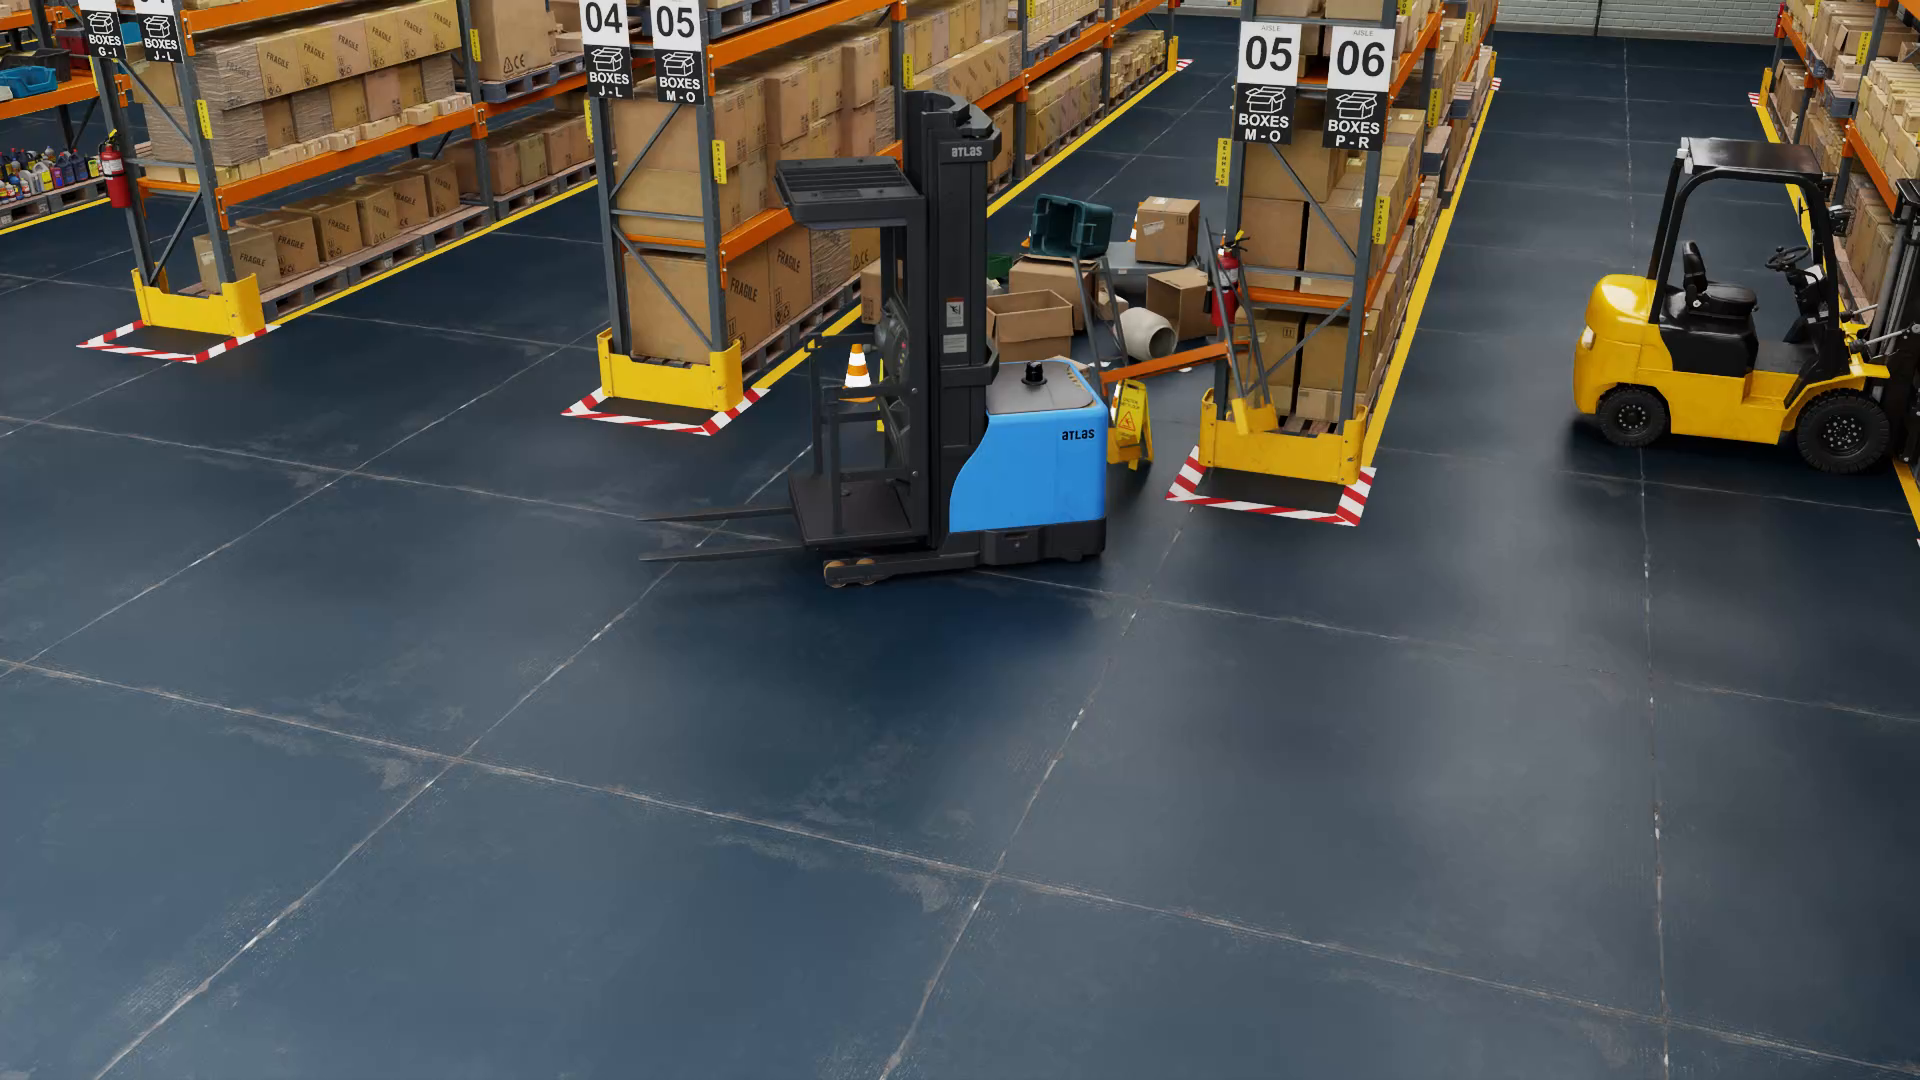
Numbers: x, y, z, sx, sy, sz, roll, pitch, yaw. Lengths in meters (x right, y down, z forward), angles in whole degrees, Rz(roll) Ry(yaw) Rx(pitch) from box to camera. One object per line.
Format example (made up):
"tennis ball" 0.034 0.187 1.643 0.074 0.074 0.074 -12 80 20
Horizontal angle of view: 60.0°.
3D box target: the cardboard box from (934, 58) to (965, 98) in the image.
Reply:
"cardboard box" -0.260 -4.819 17.646 0.500 0.500 0.500 9 27 17

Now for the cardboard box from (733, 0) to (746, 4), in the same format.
"cardboard box" -1.855 -4.211 12.754 0.380 0.149 0.250 9 27 18

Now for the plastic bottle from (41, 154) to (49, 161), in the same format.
"plastic bottle" -10.892 -4.493 19.793 0.097 0.201 0.097 0 26 0

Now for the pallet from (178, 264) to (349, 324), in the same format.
"pallet" -6.671 -2.406 15.977 1.003 0.211 1.213 9 27 17

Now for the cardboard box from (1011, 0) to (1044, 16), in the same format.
"cardboard box" 0.815 -6.544 20.448 0.380 0.149 0.250 9 27 17

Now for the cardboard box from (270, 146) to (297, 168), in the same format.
"cardboard box" -6.418 -3.577 15.484 0.380 0.149 0.250 9 27 17

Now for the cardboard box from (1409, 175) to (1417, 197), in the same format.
"cardboard box" 3.781 -3.115 14.530 0.380 0.149 0.250 9 27 19

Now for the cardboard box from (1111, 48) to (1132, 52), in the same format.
"cardboard box" 2.372 -7.300 24.991 0.380 0.149 0.250 8 27 15

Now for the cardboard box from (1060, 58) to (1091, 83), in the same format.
"cardboard box" 1.444 -6.321 22.389 0.500 0.250 0.500 10 28 20

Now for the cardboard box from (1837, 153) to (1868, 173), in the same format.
"cardboard box" 9.615 -4.029 17.771 0.380 0.149 0.250 7 27 15

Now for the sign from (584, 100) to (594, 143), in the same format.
"sign" -2.863 -3.252 12.925 0.100 0.325 0.005 9 27 17

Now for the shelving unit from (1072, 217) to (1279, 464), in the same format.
"shelving unit" 1.508 -1.397 11.789 1.083 1.500 0.587 -11 1 33

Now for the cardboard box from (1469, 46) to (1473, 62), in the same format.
"cardboard box" 6.071 -6.093 20.565 0.500 0.250 0.500 8 27 16

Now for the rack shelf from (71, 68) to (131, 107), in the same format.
"rack shelf" -9.674 -6.161 21.359 1.077 0.370 4.000 9 27 17

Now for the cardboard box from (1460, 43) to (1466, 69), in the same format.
"cardboard box" 5.409 -5.481 18.728 0.500 0.250 0.500 9 27 17

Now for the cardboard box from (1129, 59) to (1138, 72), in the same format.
"cardboard box" 2.456 -7.151 25.025 0.380 0.149 0.250 9 27 17

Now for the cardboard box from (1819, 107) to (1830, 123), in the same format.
"cardboard box" 10.557 -5.092 19.967 0.380 0.149 0.250 7 27 15

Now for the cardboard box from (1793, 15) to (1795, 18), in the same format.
"cardboard box" 11.943 -7.401 23.382 0.380 0.149 0.250 9 27 19

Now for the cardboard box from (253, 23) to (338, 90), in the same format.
"cardboard box" -6.222 -4.527 15.554 0.500 0.500 0.500 9 27 17

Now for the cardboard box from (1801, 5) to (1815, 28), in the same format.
"cardboard box" 11.291 -6.799 21.681 0.500 0.250 0.500 9 27 17

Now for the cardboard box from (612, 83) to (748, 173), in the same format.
"cardboard box" -2.196 -3.241 13.090 0.875 0.550 0.550 9 27 17

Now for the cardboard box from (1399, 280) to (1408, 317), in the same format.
"cardboard box" 3.733 -2.177 14.978 0.500 0.250 0.500 10 28 20

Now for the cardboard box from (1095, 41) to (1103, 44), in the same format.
"cardboard box" 2.054 -7.579 25.569 0.380 0.149 0.250 9 27 18

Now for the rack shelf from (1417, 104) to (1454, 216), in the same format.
"rack shelf" 4.342 -4.006 16.907 1.077 0.370 4.000 9 27 17

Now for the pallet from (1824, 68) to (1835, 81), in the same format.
"pallet" 10.333 -5.147 18.658 1.003 0.211 1.213 9 27 17

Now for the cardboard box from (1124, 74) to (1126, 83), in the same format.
"cardboard box" 2.278 -6.927 24.904 0.380 0.149 0.250 8 27 15

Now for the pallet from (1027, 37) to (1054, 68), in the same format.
"pallet" 0.443 -6.050 20.523 1.213 0.211 1.003 9 27 17

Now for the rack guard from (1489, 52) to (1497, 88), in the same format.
"rack guard" 7.678 -7.324 25.803 1.175 0.500 0.348 9 27 17

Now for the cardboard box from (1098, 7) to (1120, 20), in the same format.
"cardboard box" 2.040 -7.428 23.437 0.380 0.149 0.250 10 28 19

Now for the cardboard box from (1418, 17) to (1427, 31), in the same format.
"cardboard box" 3.503 -4.150 13.225 0.380 0.149 0.250 10 27 19

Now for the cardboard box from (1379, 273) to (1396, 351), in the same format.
"cardboard box" 3.227 -1.875 13.493 0.500 0.500 0.500 9 27 18

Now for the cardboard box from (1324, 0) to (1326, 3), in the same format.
"cardboard box" 2.369 -3.850 11.690 0.380 0.149 0.250 8 27 17

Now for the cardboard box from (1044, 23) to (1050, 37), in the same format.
"cardboard box" 0.913 -6.391 20.813 0.380 0.149 0.250 10 28 20

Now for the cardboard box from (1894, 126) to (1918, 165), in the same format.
"cardboard box" 8.445 -3.398 14.425 0.500 0.250 0.500 8 27 16

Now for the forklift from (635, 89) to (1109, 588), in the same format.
"forklift" -0.610 -1.266 10.501 3.031 2.935 1.130 -5 26 -10

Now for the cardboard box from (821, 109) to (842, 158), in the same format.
"cardboard box" -1.589 -3.664 15.203 0.875 0.550 0.550 9 27 17

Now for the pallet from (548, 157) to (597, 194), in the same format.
"pallet" -5.007 -4.513 20.329 1.003 0.211 1.213 9 27 17

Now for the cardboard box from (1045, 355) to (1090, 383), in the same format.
"cardboard box" 0.877 -1.412 13.996 0.250 0.149 0.380 -20 33 -36

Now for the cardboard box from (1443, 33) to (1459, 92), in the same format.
"cardboard box" 4.790 -4.871 16.930 0.500 0.500 0.500 7 27 14

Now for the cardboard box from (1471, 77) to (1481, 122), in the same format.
"cardboard box" 6.649 -6.074 22.810 0.875 0.438 0.875 8 27 17

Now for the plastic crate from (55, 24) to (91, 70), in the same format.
"plastic crate" -10.467 -5.935 19.993 0.402 0.464 0.583 9 27 17

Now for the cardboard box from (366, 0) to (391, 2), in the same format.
"cardboard box" -6.058 -5.426 17.411 0.500 0.500 0.500 9 27 17

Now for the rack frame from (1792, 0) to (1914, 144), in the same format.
"rack frame" 11.021 -6.077 20.359 1.000 3.000 0.127 9 27 17

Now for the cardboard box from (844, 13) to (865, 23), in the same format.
"cardboard box" -2.116 -8.460 27.238 0.875 0.875 0.875 9 27 17

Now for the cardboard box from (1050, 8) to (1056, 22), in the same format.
"cardboard box" 0.998 -6.635 20.977 0.380 0.149 0.250 9 27 18

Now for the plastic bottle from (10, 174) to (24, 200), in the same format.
"plastic bottle" -10.558 -3.955 18.601 0.097 0.271 0.097 0 26 0

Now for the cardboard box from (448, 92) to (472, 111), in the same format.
"cardboard box" -5.463 -4.701 17.805 0.380 0.149 0.250 9 27 17

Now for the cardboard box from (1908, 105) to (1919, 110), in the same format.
"cardboard box" 8.572 -3.727 14.645 0.380 0.149 0.250 8 27 16

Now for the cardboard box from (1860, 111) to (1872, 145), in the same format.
"cardboard box" 9.140 -4.013 16.268 0.500 0.250 0.500 8 27 16

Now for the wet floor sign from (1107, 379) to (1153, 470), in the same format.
"wet floor sign" 1.273 -0.881 12.330 0.267 0.644 0.232 20 32 35

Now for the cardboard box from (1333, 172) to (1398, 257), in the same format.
"cardboard box" 2.934 -2.411 12.331 0.500 0.500 0.500 10 27 19

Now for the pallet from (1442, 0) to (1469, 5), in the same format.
"pallet" 3.983 -5.012 14.932 1.213 0.211 1.003 9 27 17

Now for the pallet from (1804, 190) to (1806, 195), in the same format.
"pallet" 10.382 -3.979 19.226 1.003 0.211 1.213 9 27 17

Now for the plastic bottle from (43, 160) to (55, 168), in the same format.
"plastic bottle" -10.494 -4.261 19.229 0.152 0.276 0.135 9 27 17

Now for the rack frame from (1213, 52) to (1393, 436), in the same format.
"rack frame" 2.346 -1.864 11.658 1.000 3.000 0.127 9 27 17

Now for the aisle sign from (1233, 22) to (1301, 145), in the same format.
"aisle sign" 2.052 -3.051 11.125 0.394 0.787 0.004 9 27 17

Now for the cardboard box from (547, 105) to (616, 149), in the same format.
"cardboard box" -4.714 -5.154 20.815 0.700 0.500 0.500 6 27 13
